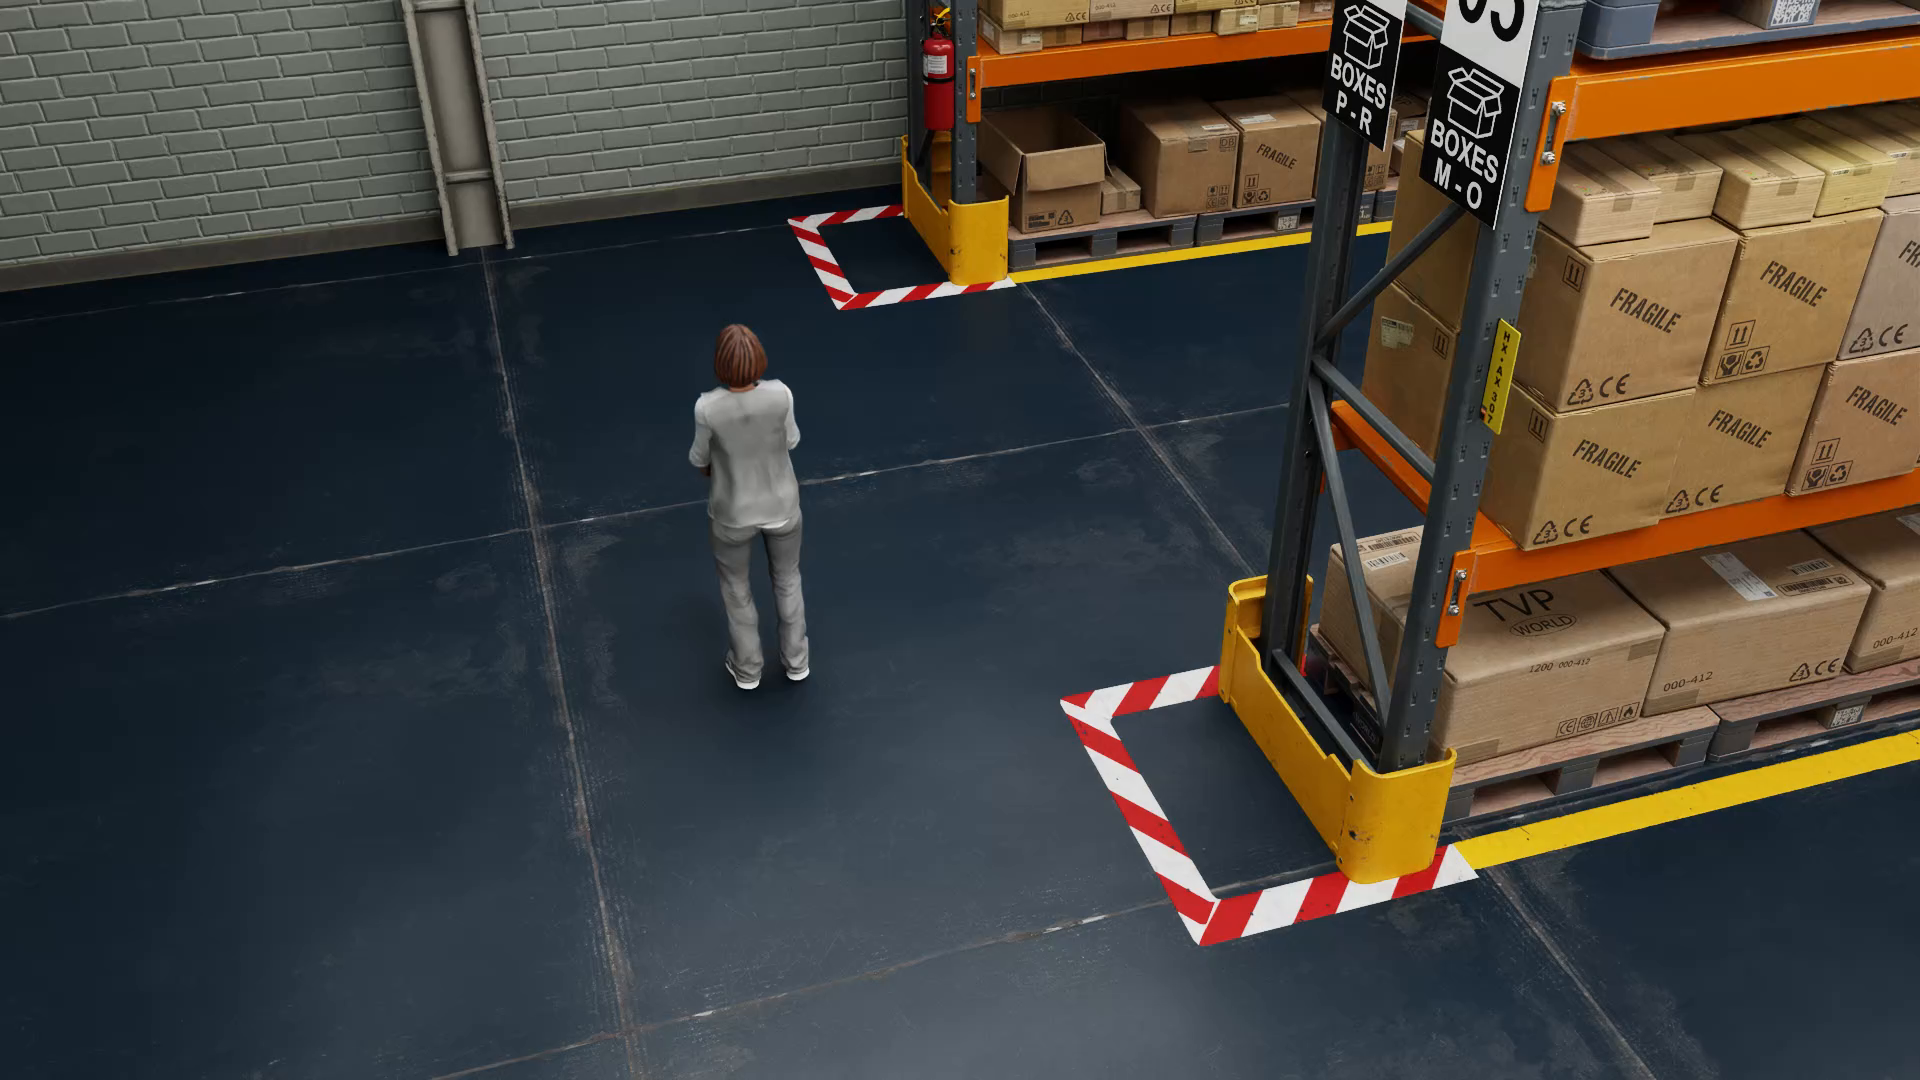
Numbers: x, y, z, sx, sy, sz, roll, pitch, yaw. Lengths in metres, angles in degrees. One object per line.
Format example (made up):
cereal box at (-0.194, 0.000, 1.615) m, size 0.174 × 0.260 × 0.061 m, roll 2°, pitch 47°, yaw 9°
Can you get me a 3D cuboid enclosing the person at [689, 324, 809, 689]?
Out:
person at (-0.811, -0.158, 6.383) m, size 0.419 × 1.594 × 0.492 m, roll -10°, pitch 36°, yaw -15°
